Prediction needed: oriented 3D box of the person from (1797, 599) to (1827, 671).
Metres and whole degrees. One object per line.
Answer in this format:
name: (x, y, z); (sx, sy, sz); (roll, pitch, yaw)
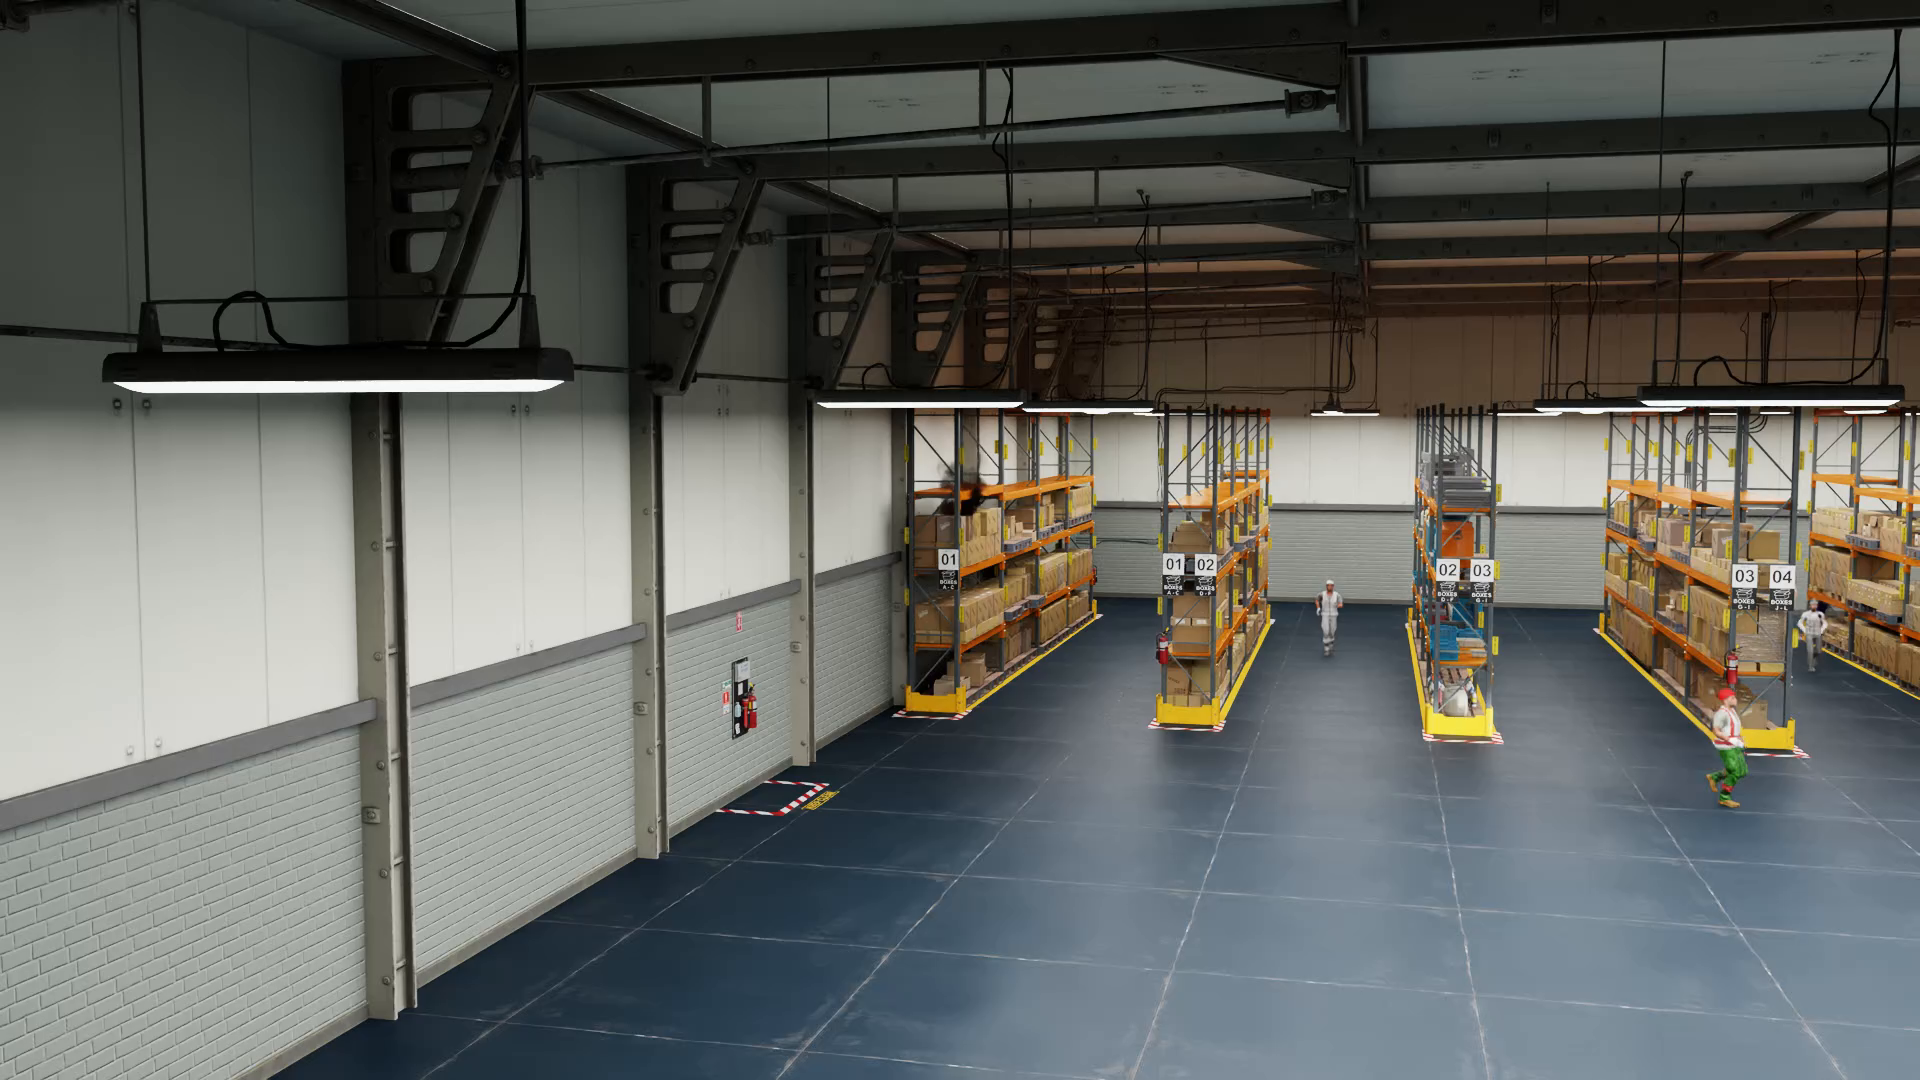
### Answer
person: (19.374, 2.148, 37.796); (0.615, 1.642, 0.576); (1, 4, 16)

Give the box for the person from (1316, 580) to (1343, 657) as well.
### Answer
person: (8.970, 1.882, 40.376); (0.640, 1.825, 0.814); (1, 4, 8)

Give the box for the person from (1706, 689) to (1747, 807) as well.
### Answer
person: (11.344, 3.066, 24.616); (0.601, 1.742, 0.657); (4, 6, 43)

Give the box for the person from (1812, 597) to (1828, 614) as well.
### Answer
person: (22.936, 1.712, 44.398); (0.534, 1.564, 0.695); (2, 5, 24)

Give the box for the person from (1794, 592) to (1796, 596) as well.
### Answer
person: (21.759, 1.693, 44.082); (0.709, 1.697, 0.624); (-1, 4, -18)
